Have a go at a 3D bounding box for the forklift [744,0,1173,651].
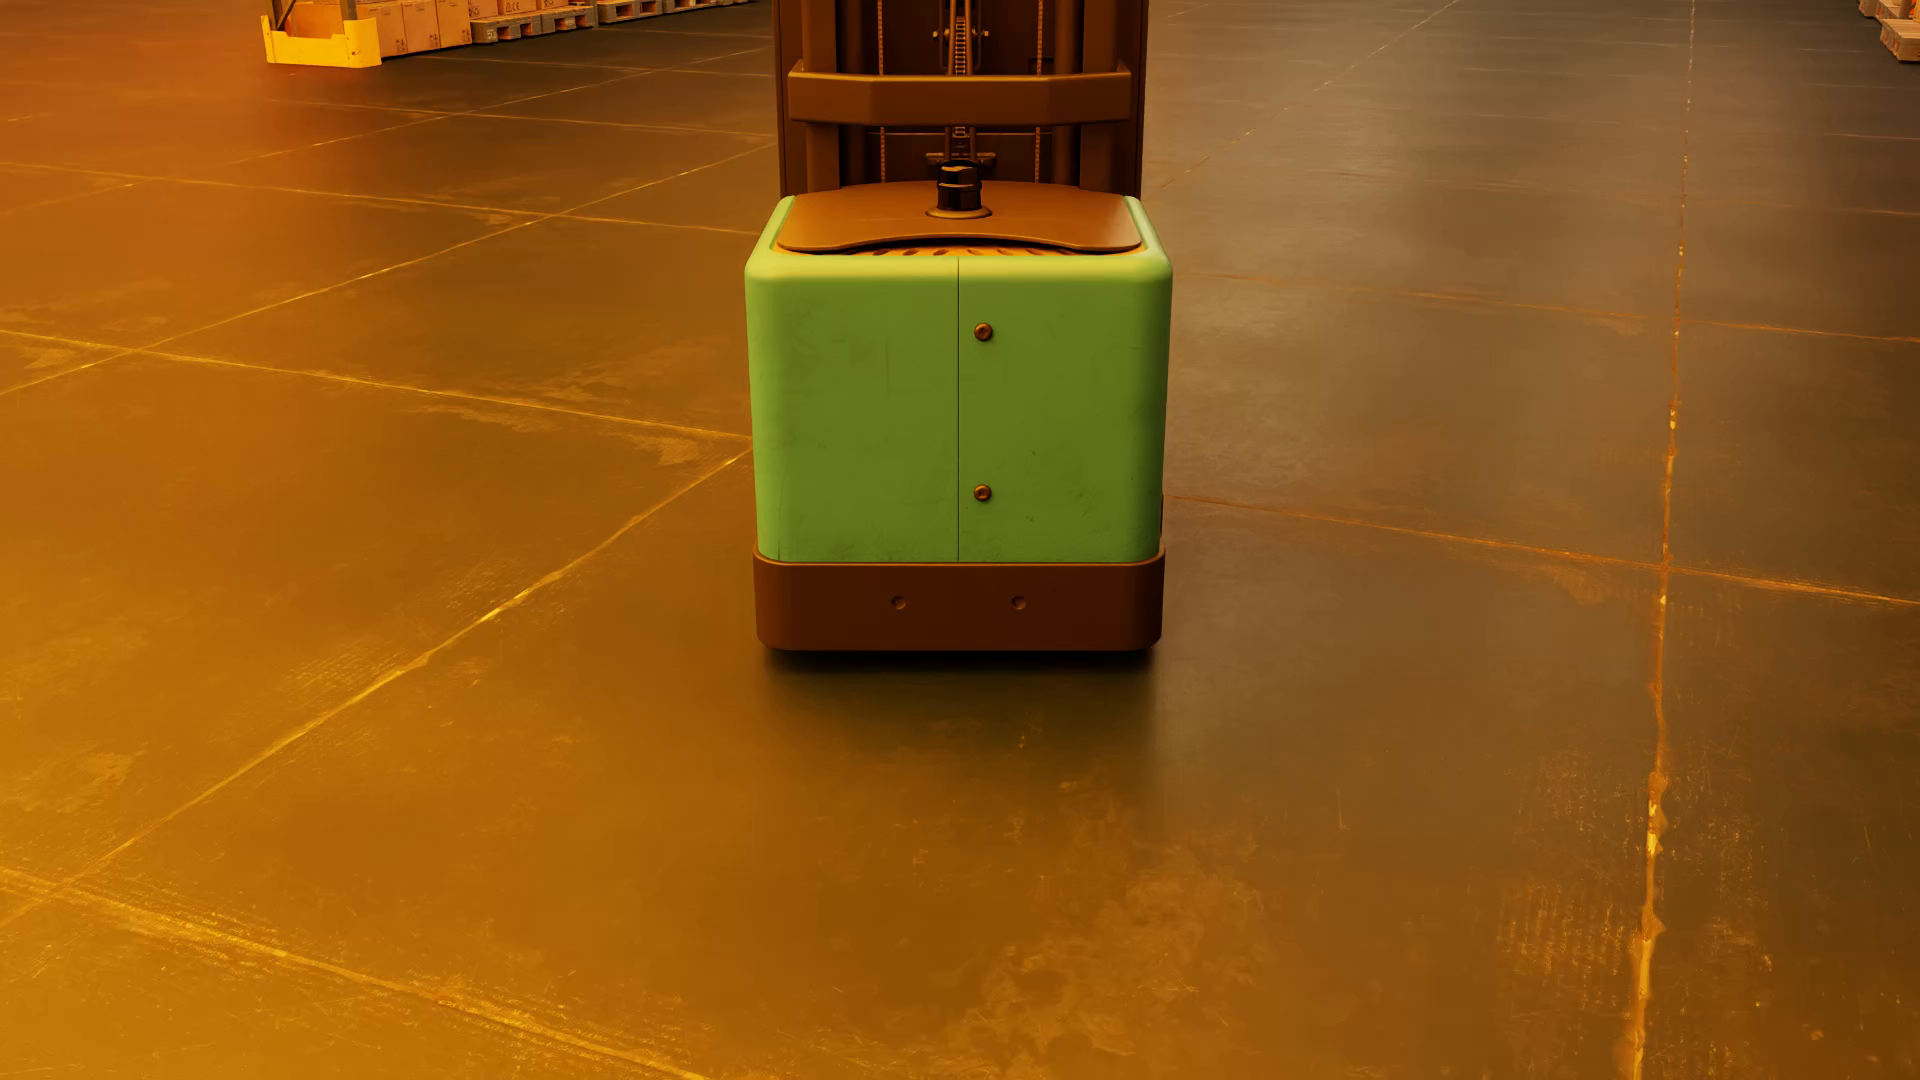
[{"bbox_3d":[0.002,-1.587,5.089,1.130,2.935,3.031,0,23,0],"label":"forklift"}]
